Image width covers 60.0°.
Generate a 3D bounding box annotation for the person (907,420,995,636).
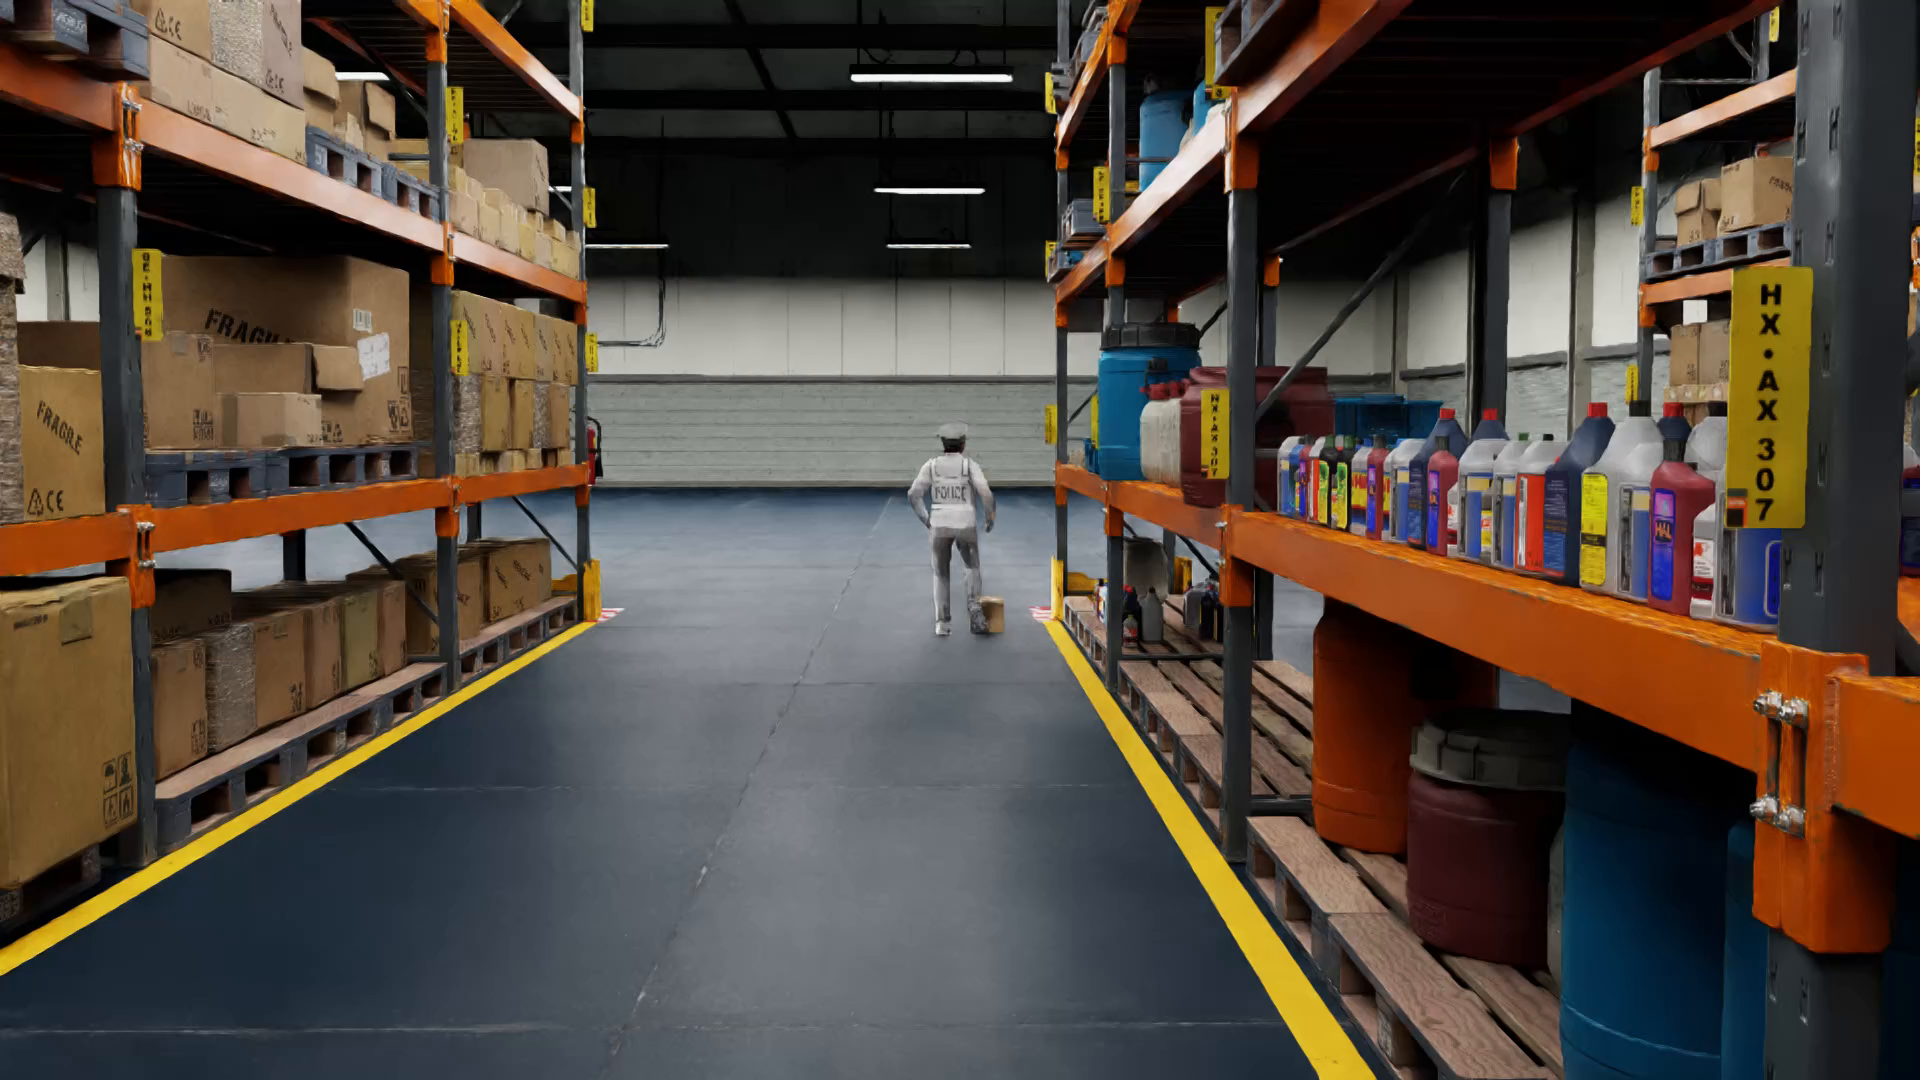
[{"bbox_3d":[-0.063,-0.085,12.787,0.675,1.668,0.467,0,4,4],"label":"person"}]
